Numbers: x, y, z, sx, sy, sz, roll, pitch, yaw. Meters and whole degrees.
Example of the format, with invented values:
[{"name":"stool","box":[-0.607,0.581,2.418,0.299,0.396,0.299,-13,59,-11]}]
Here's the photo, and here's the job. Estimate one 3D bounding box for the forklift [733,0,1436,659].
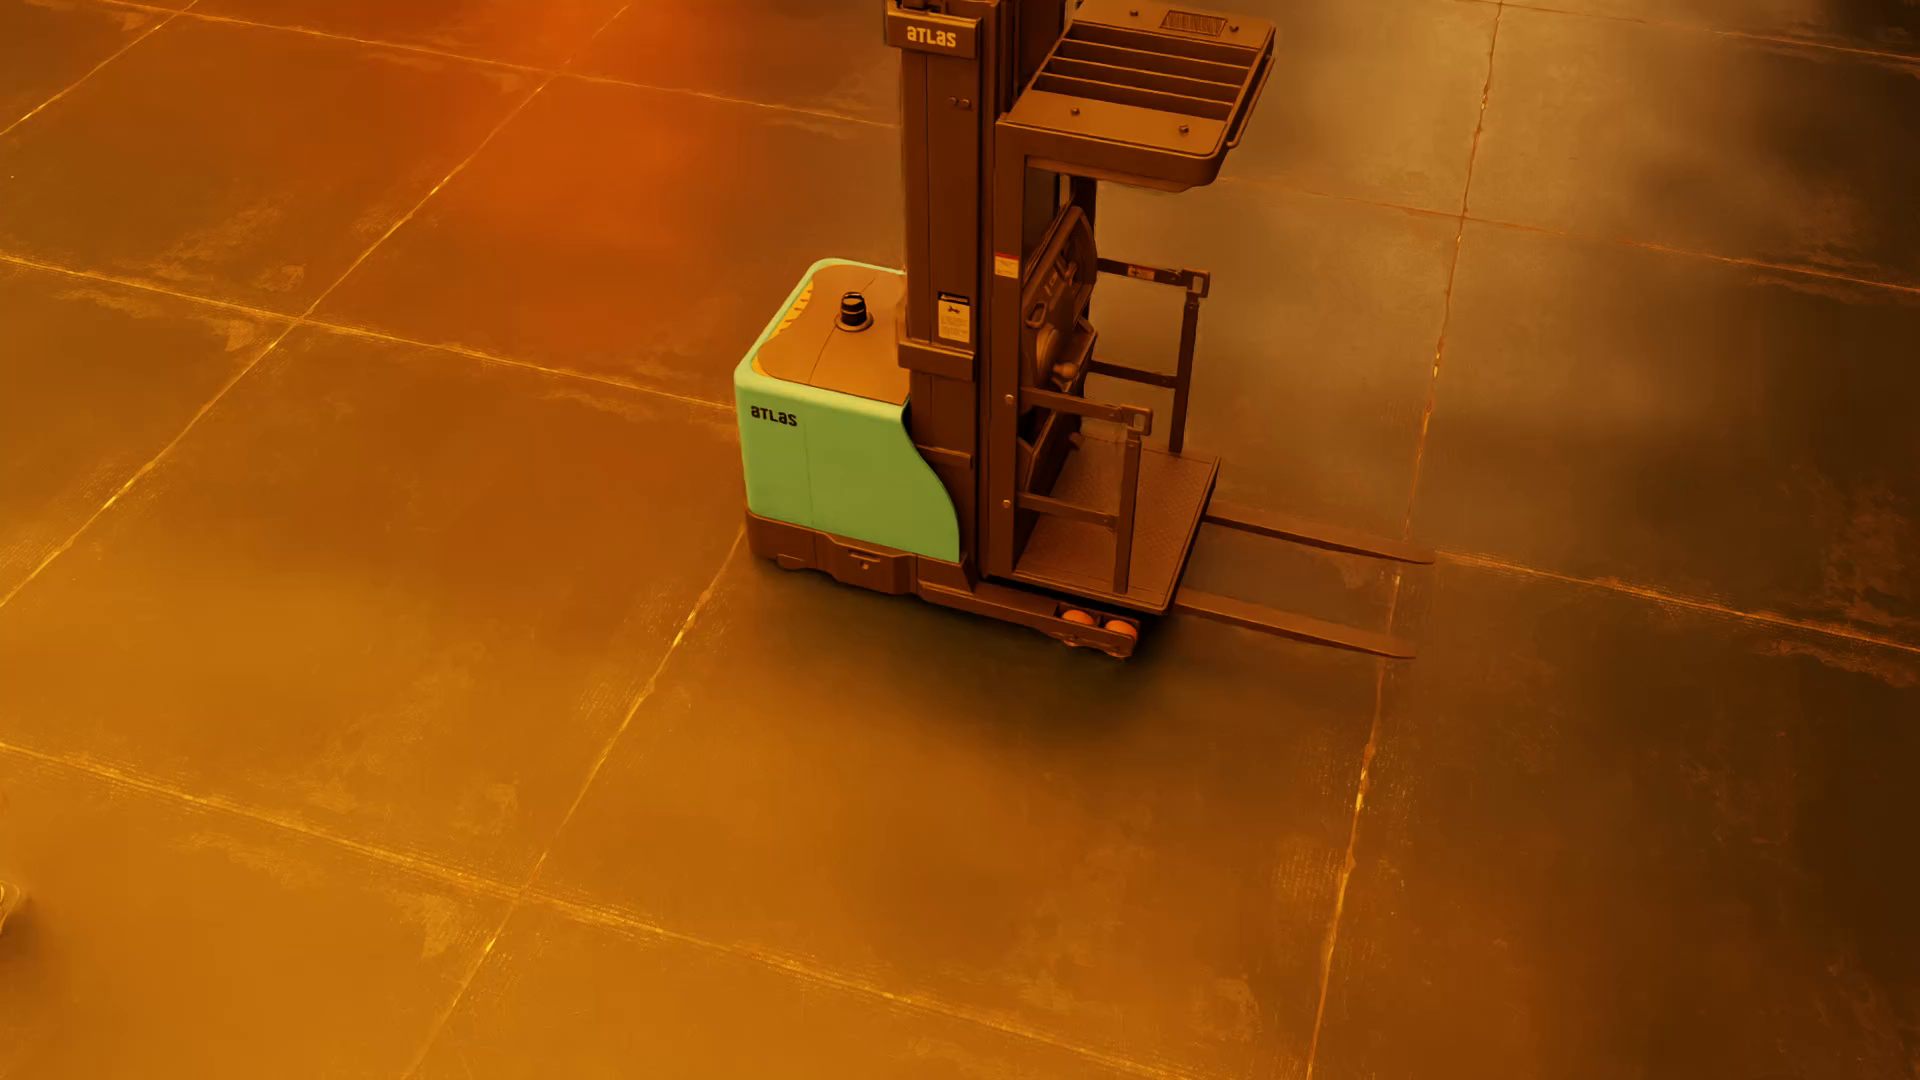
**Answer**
[{"name":"forklift","box":[0.591,-0.968,6.730,3.031,2.935,1.130,13,45,14]}]
